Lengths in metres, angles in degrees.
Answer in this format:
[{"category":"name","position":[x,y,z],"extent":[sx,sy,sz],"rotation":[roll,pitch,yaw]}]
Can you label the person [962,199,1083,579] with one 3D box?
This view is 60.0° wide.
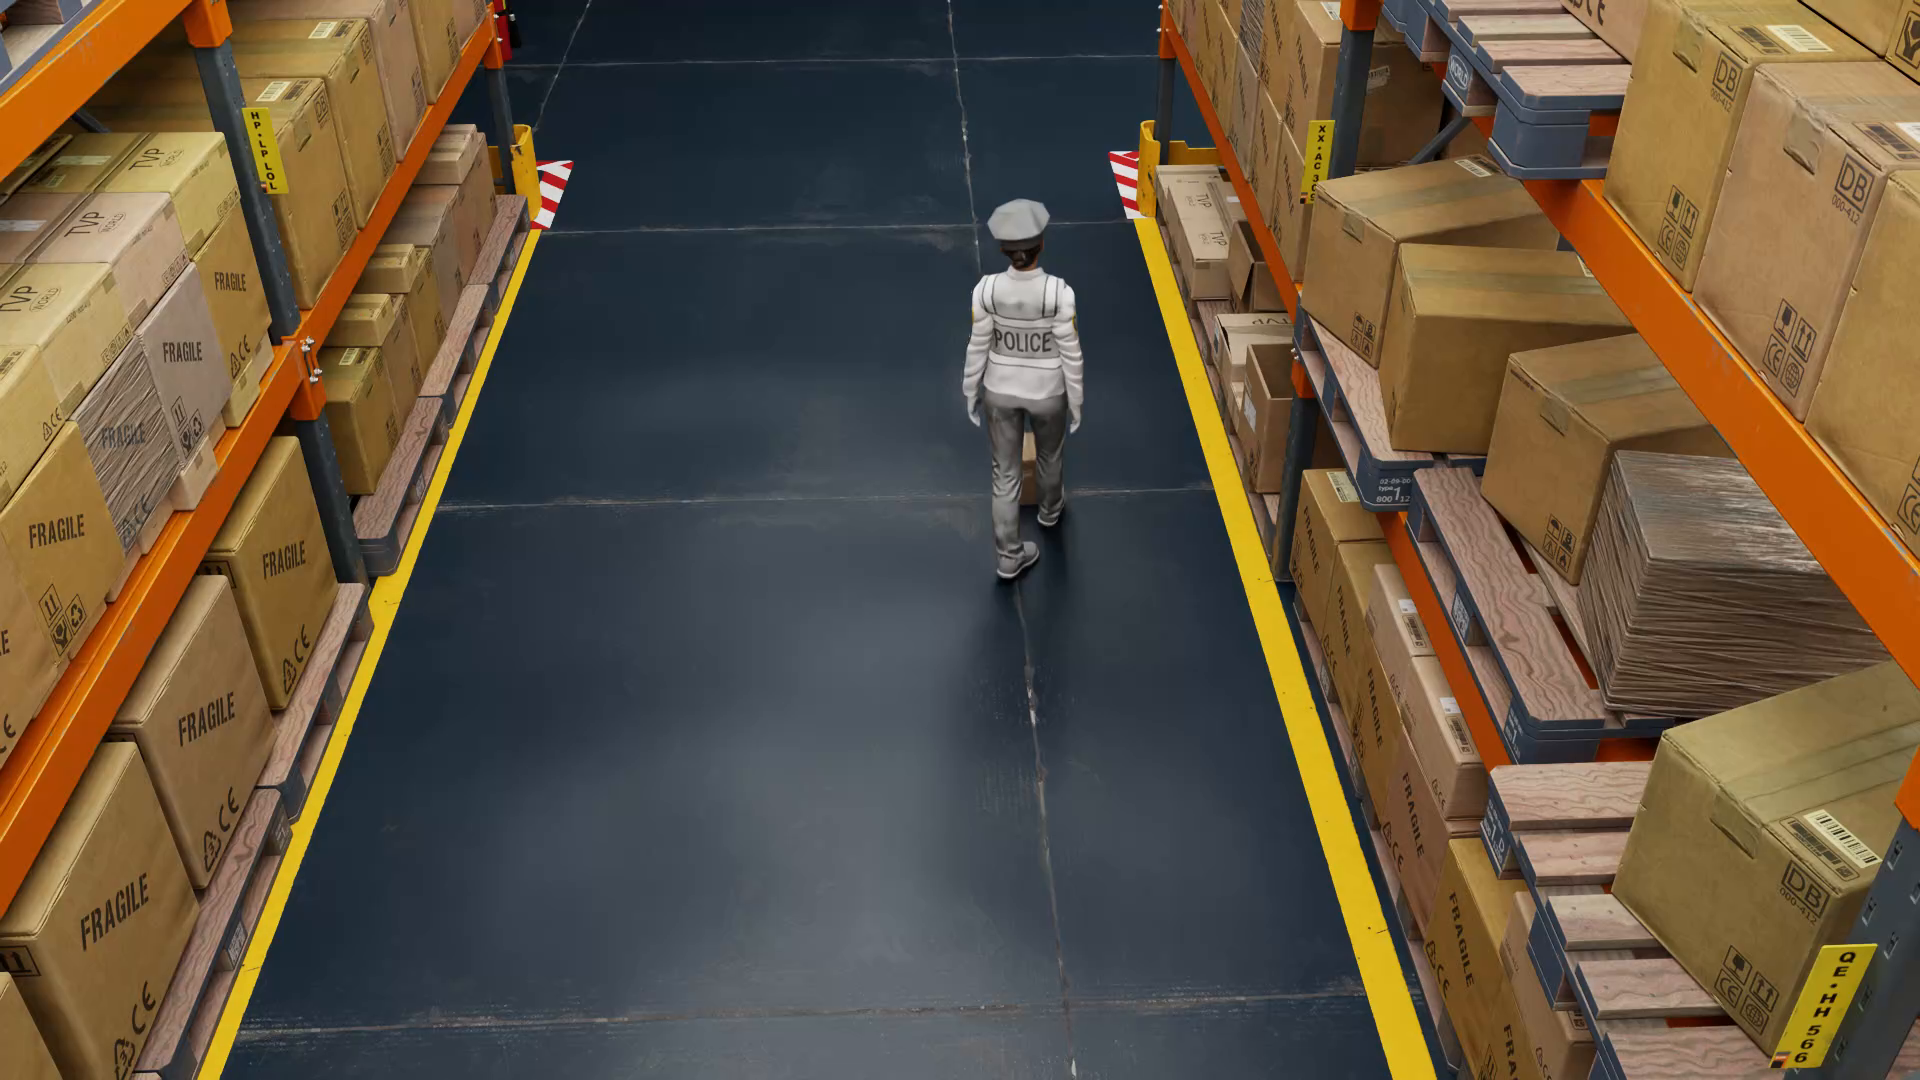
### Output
[{"category":"person","position":[0.289,-0.686,7.094],"extent":[0.516,1.656,0.719],"rotation":[6,36,8]}]
